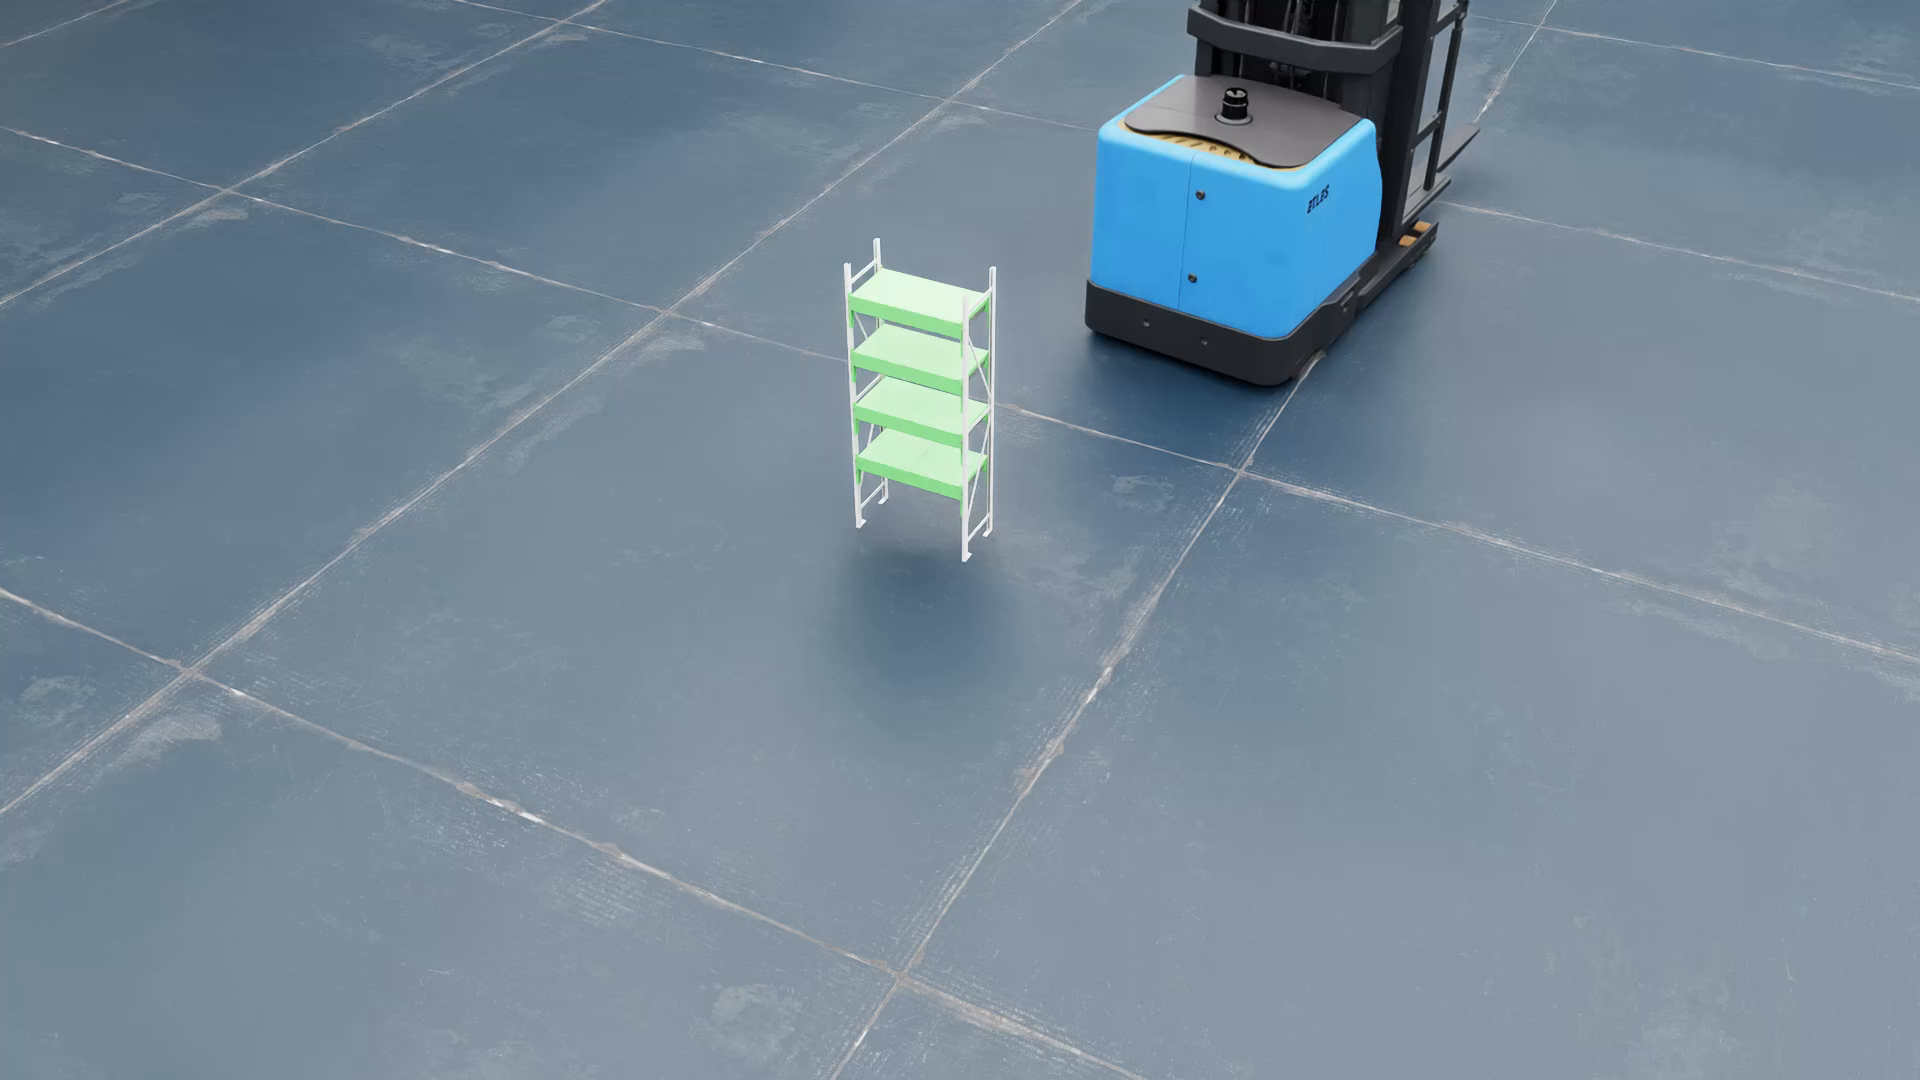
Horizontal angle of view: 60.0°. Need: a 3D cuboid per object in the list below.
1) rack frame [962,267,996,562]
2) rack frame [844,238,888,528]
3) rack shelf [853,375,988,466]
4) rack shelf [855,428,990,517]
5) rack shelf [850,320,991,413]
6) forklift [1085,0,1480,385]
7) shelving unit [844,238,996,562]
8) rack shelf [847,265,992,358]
[{"bbox_3d":[0.070,-0.456,6.358,0.015,1.200,0.240,17,41,21],"label":"rack frame"},{"bbox_3d":[-0.364,-0.592,6.537,0.015,1.200,0.240,17,41,21],"label":"rack frame"},{"bbox_3d":[-0.147,-0.473,6.487,0.480,0.148,0.258,17,41,21],"label":"rack shelf"},{"bbox_3d":[-0.147,-0.282,6.632,0.480,0.148,0.258,17,41,21],"label":"rack shelf"},{"bbox_3d":[-0.147,-0.664,6.341,0.480,0.148,0.258,17,41,21],"label":"rack shelf"},{"bbox_3d":[1.846,-2.721,7.910,1.130,2.935,3.031,22,43,27],"label":"forklift"},{"bbox_3d":[-0.147,-0.524,6.448,0.503,1.200,0.258,17,41,21],"label":"shelving unit"},{"bbox_3d":[-0.147,-0.855,6.196,0.480,0.148,0.258,17,41,21],"label":"rack shelf"}]
